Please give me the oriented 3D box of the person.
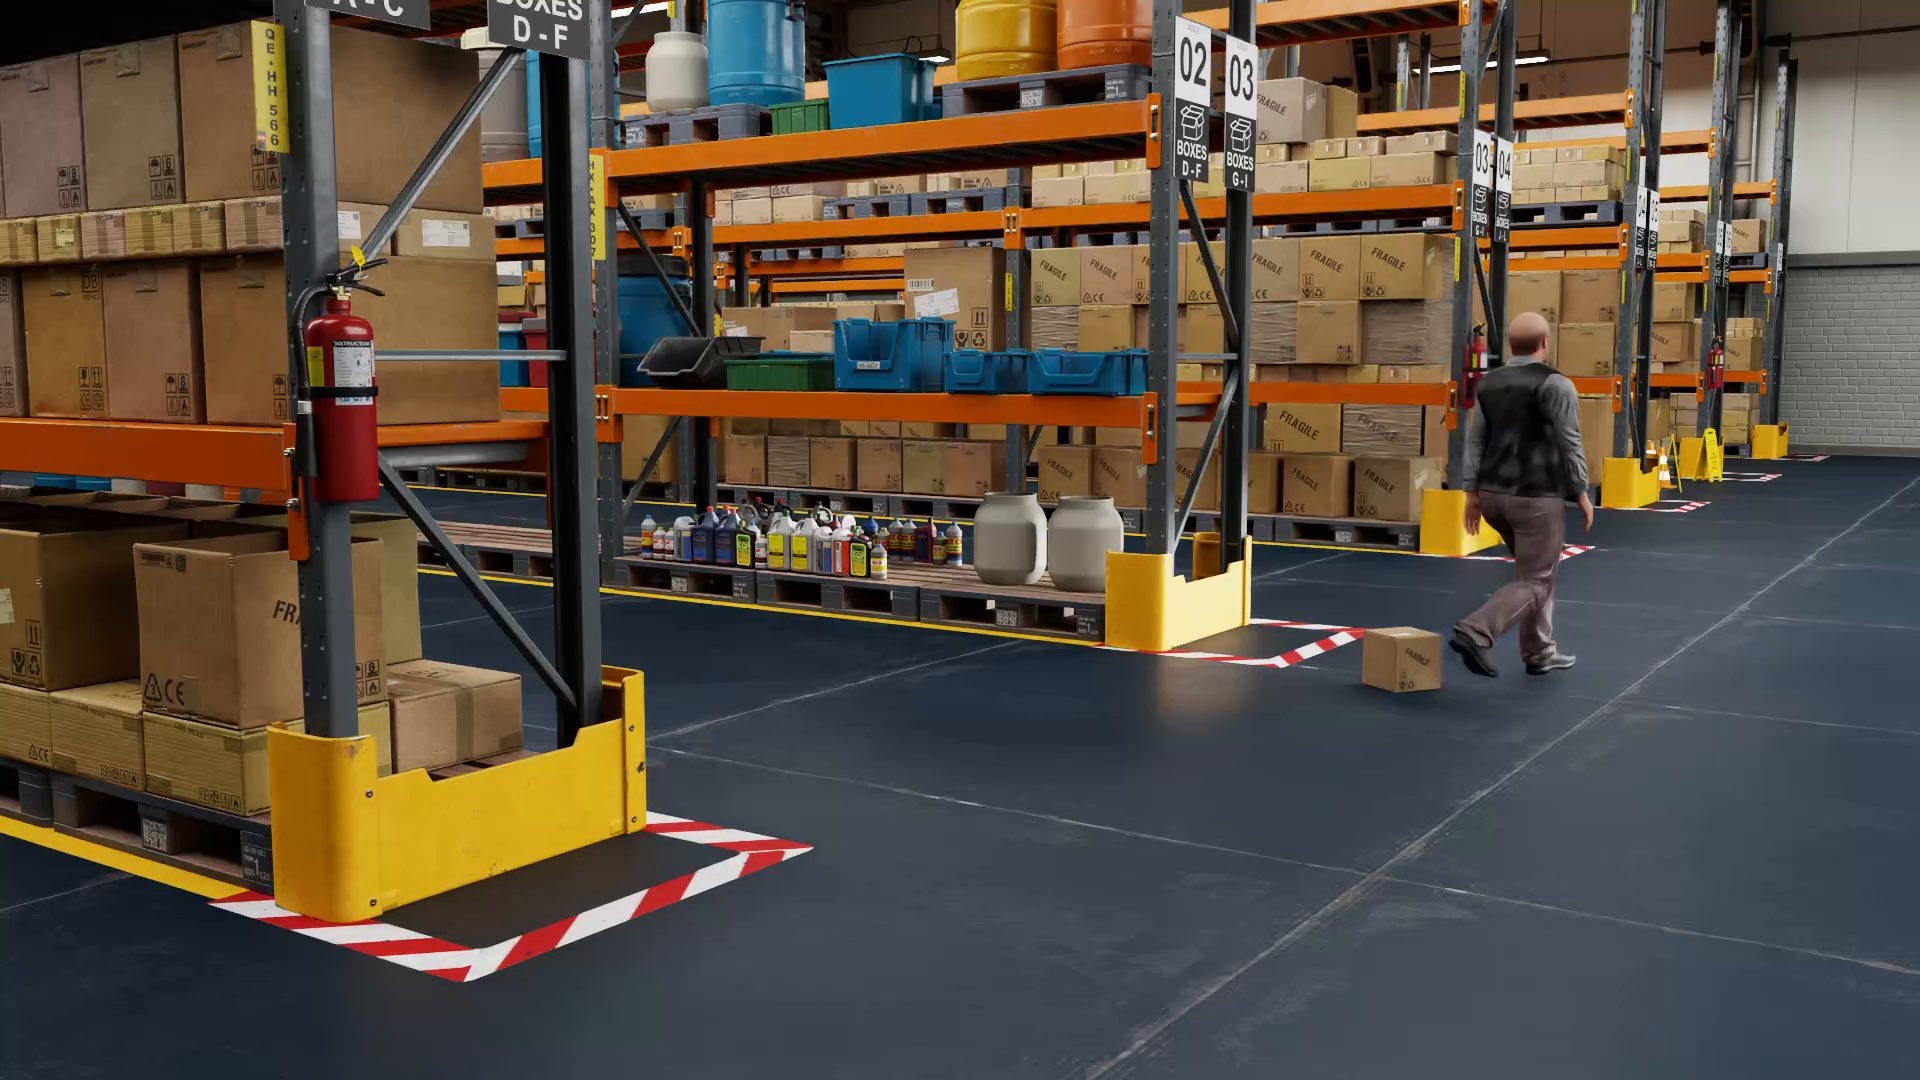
[{"bbox_3d":[2.535,-0.144,7.549,0.967,1.593,0.536,-3,7,-28],"label":"person"}]
